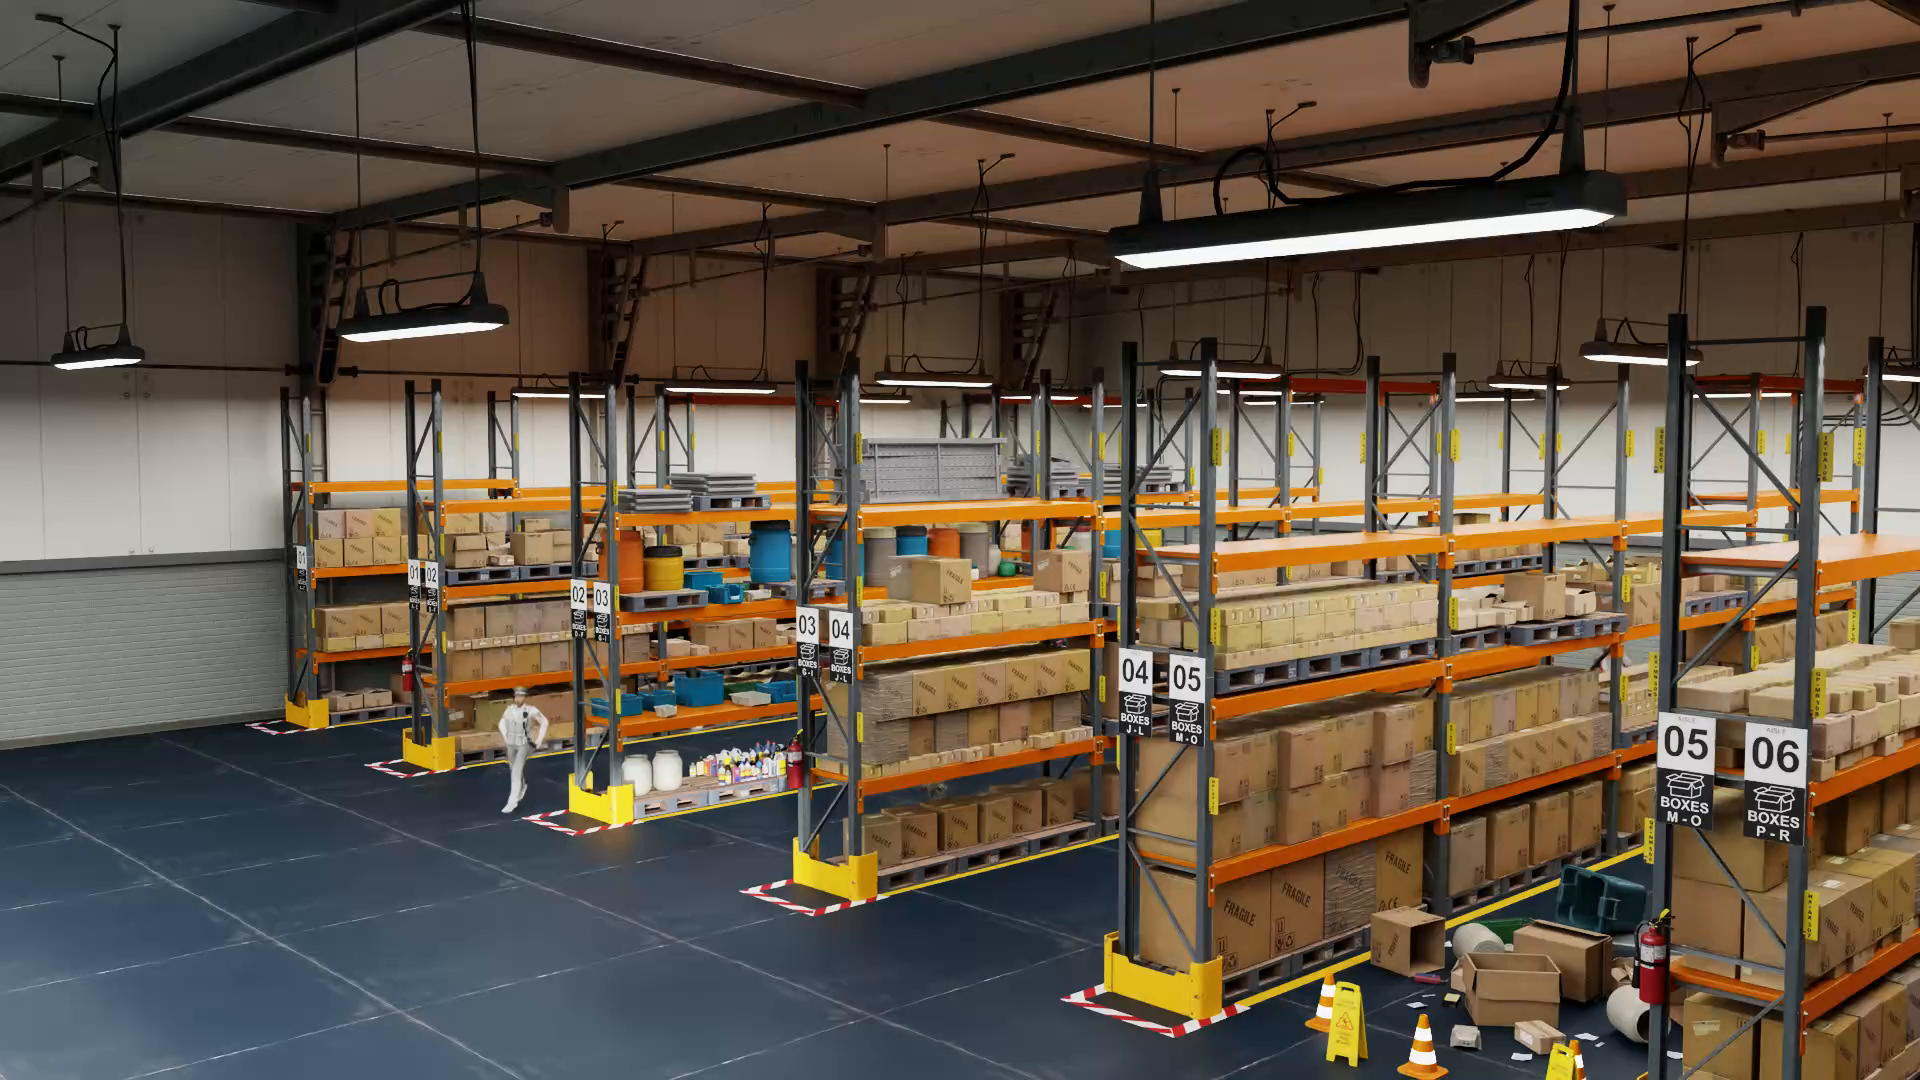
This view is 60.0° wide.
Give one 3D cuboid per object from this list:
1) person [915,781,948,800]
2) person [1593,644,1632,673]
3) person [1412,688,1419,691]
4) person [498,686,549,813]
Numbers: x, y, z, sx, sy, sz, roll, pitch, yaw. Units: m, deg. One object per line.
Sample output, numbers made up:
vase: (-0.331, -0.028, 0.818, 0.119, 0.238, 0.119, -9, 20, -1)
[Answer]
person: (-0.323, 2.890, 22.209, 0.699, 1.744, 0.596, 3, 5, 43)
person: (11.196, 2.508, 28.372, 0.763, 1.695, 0.827, 1, 4, 19)
person: (6.285, 2.871, 22.818, 0.553, 1.691, 0.645, 3, 5, 43)
person: (-6.062, 2.841, 22.972, 0.636, 1.694, 0.856, 1, 4, 9)
